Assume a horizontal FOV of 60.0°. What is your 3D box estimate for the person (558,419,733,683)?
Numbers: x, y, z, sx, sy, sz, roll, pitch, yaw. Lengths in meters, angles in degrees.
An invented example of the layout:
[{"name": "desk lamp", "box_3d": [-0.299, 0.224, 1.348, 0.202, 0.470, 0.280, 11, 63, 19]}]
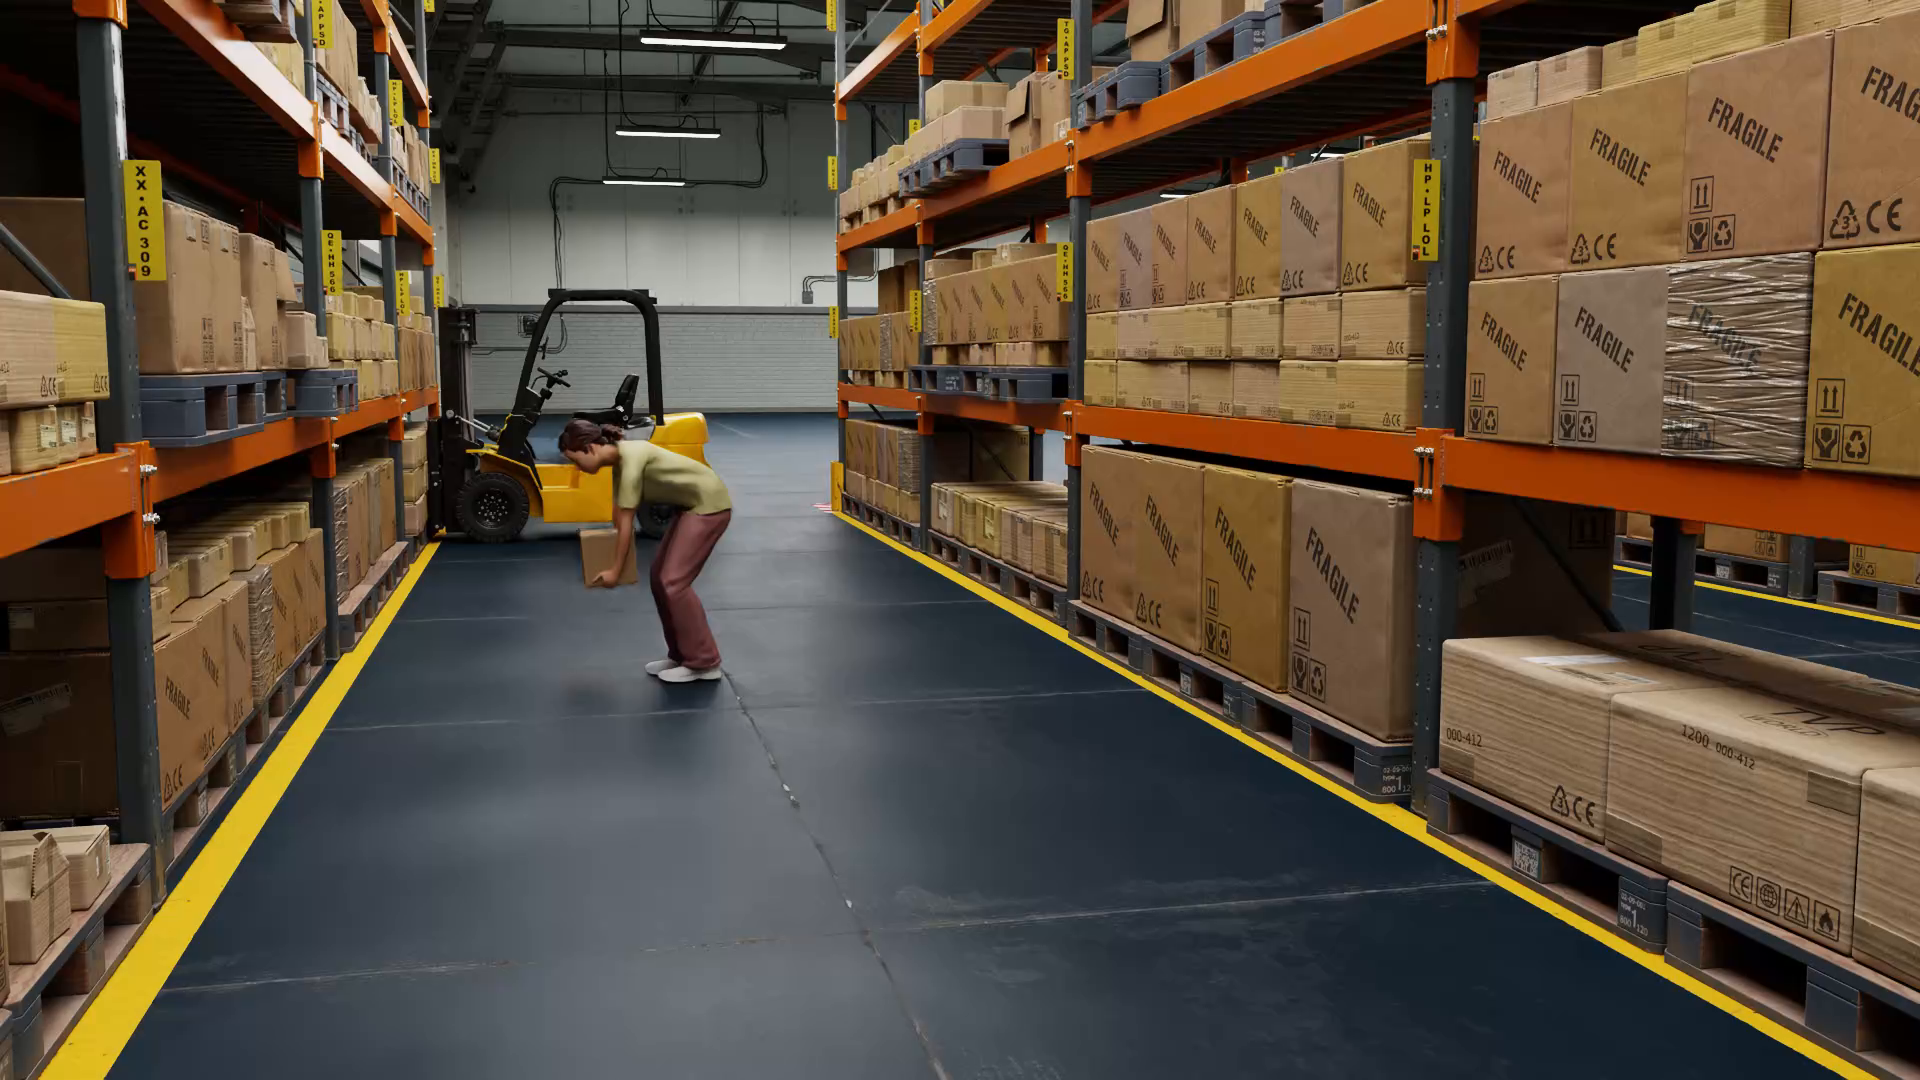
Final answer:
[{"name": "person", "box_3d": [-1.516, 0.049, 8.069, 0.819, 1.273, 0.418, -2, 6, -16]}]
